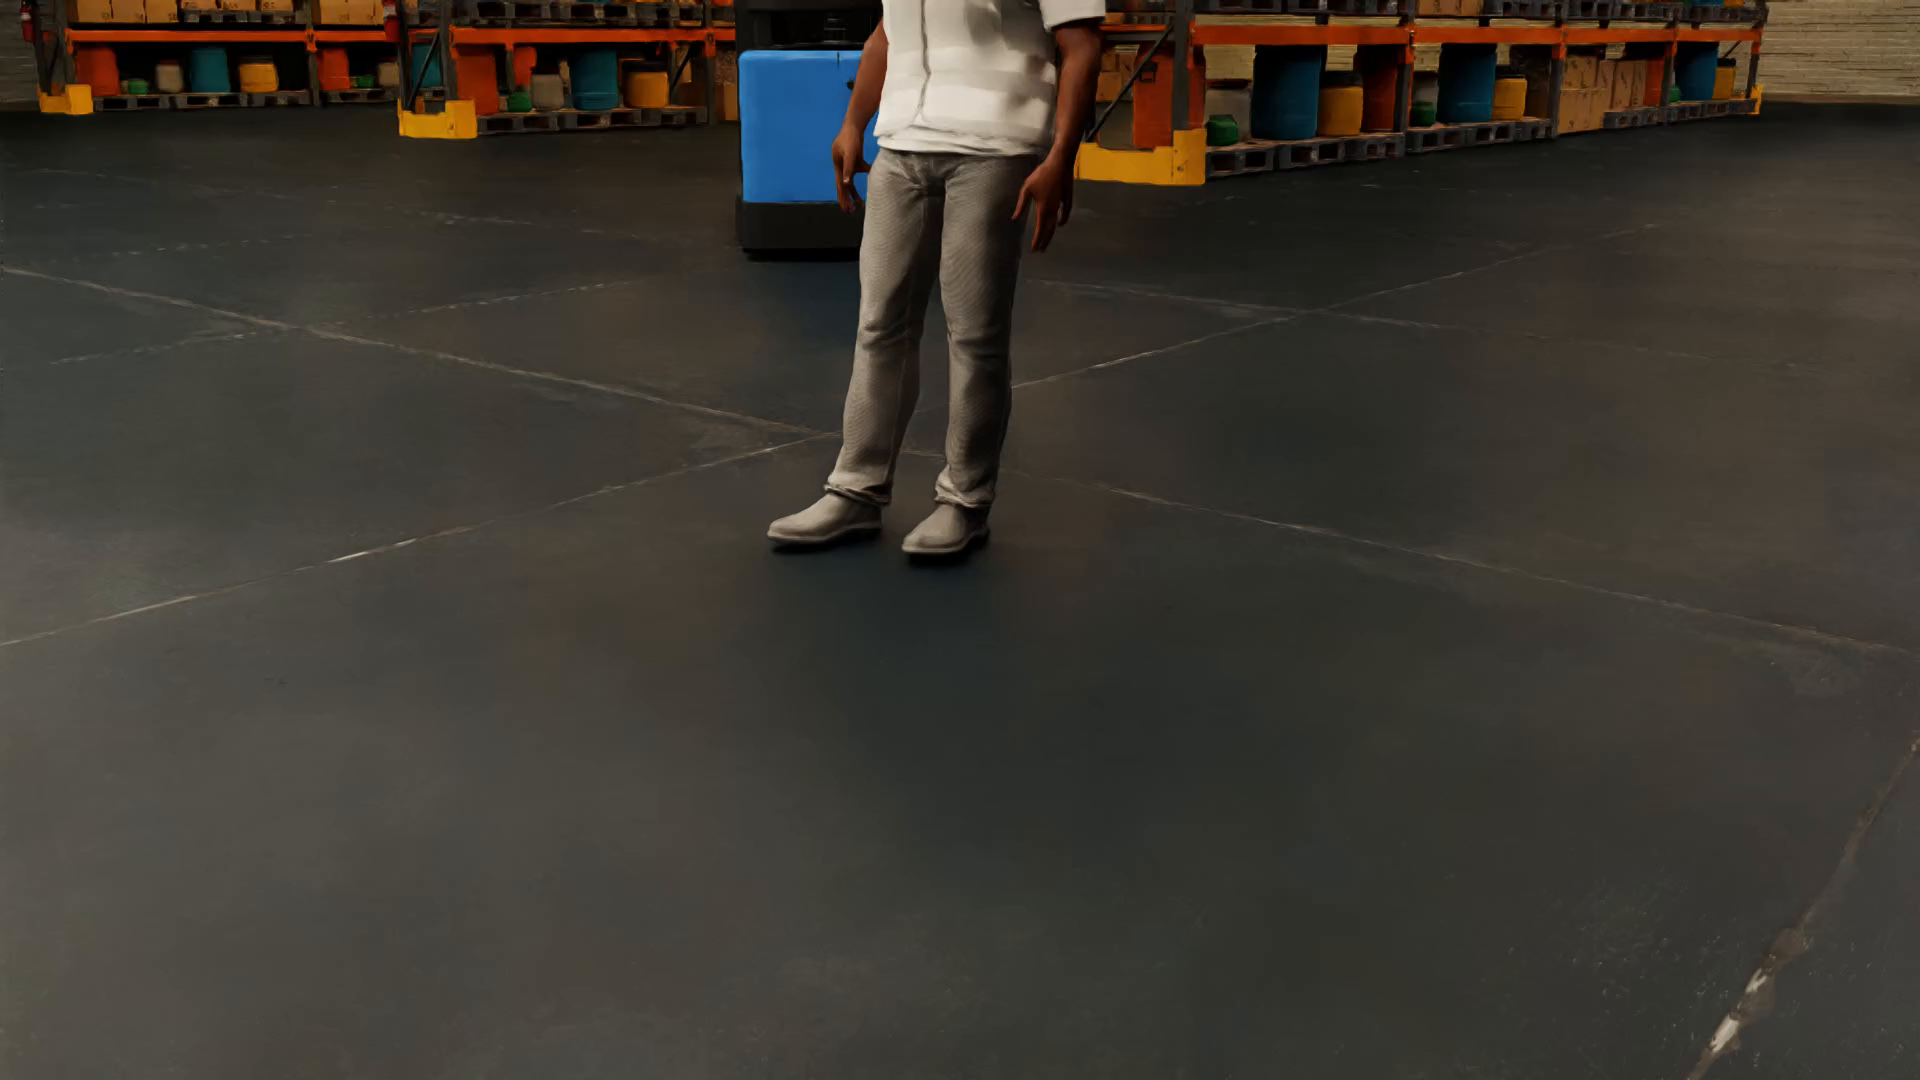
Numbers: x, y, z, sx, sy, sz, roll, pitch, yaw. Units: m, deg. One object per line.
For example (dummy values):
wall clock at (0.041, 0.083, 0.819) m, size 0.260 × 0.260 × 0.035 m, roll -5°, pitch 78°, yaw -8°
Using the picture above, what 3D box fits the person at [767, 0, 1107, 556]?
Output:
person at (-0.048, -0.837, 3.635) m, size 0.665 × 1.766 × 0.576 m, roll 13°, pitch 21°, yaw 37°

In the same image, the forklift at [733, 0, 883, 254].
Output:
forklift at (-0.789, -3.315, 9.814) m, size 1.130 × 2.935 × 3.031 m, roll -2°, pitch 17°, yaw -6°
